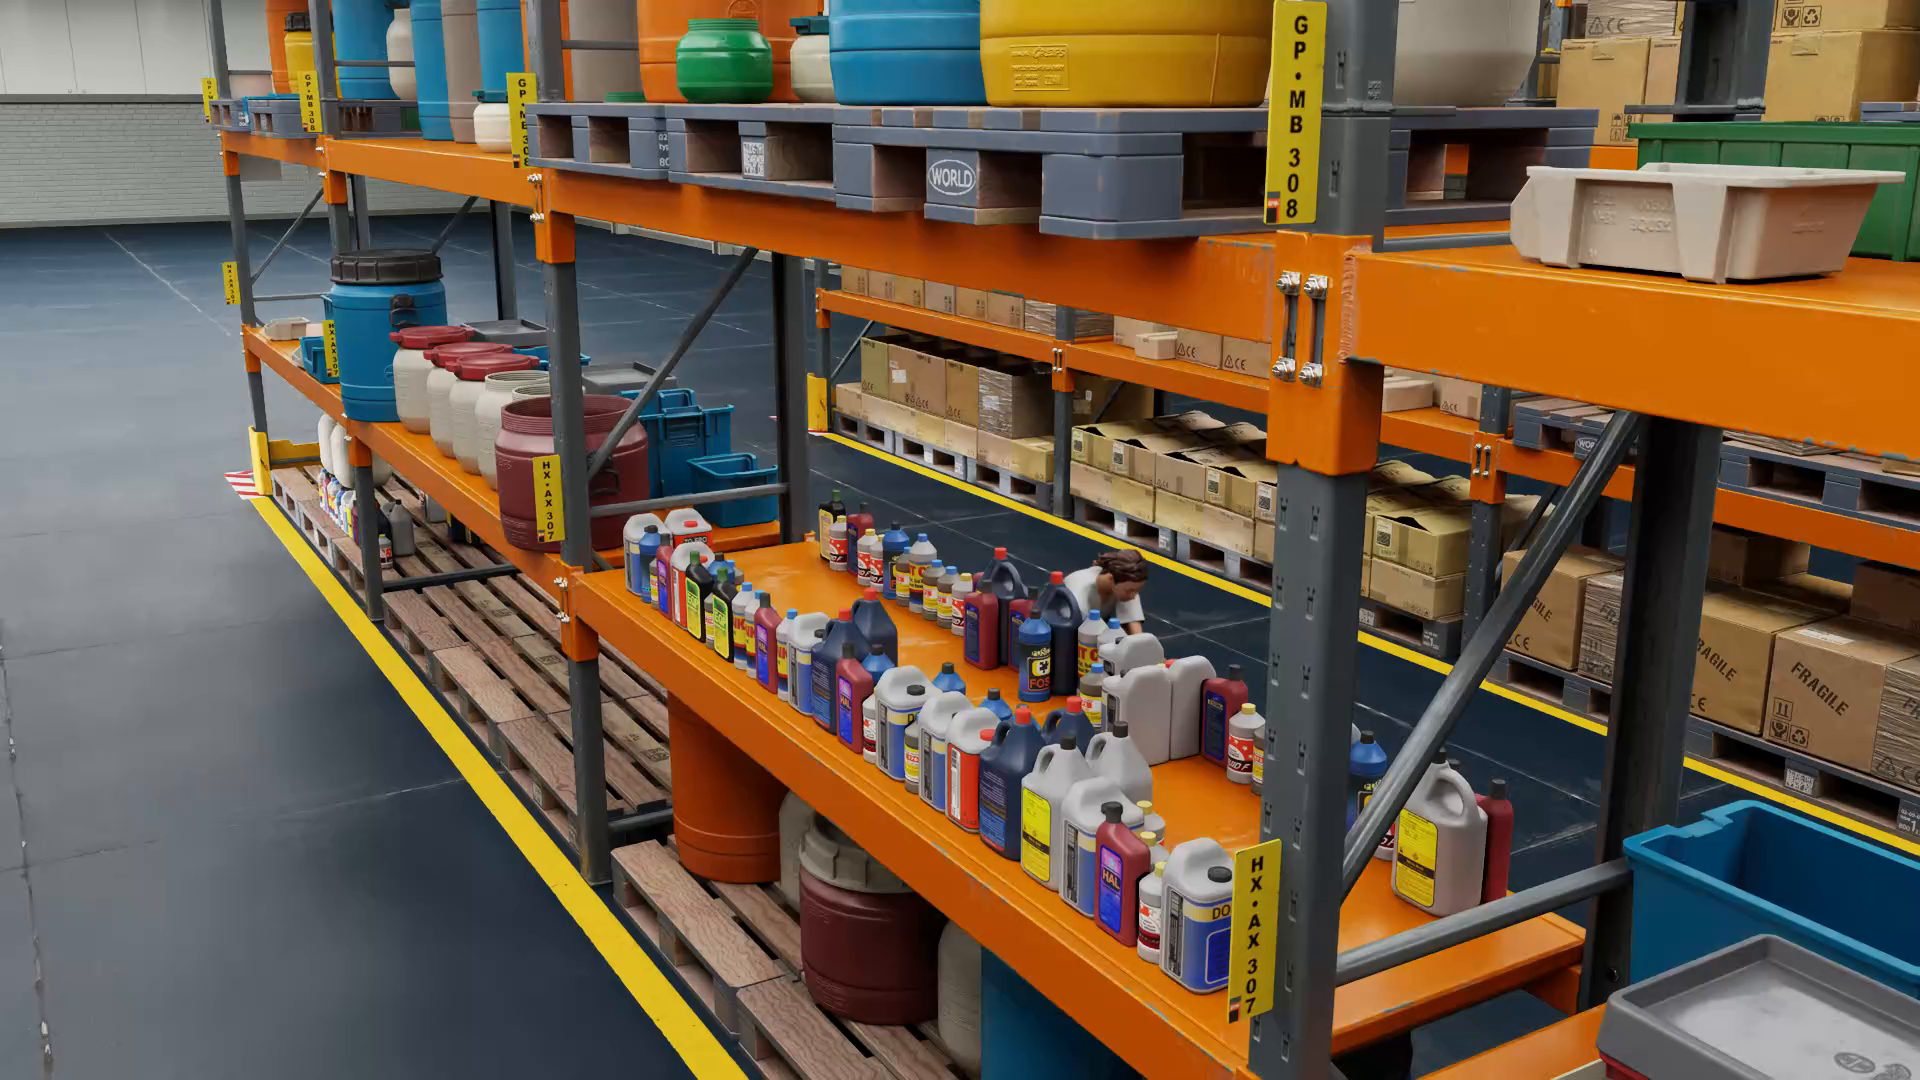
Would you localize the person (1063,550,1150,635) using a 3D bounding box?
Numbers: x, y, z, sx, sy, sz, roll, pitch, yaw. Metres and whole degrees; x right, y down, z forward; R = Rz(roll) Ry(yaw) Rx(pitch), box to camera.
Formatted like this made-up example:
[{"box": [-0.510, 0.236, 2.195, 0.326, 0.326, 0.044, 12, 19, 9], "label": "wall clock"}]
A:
[{"box": [0.657, 0.463, 8.209, 0.463, 0.949, 0.816, -9, 17, -31], "label": "person"}]
